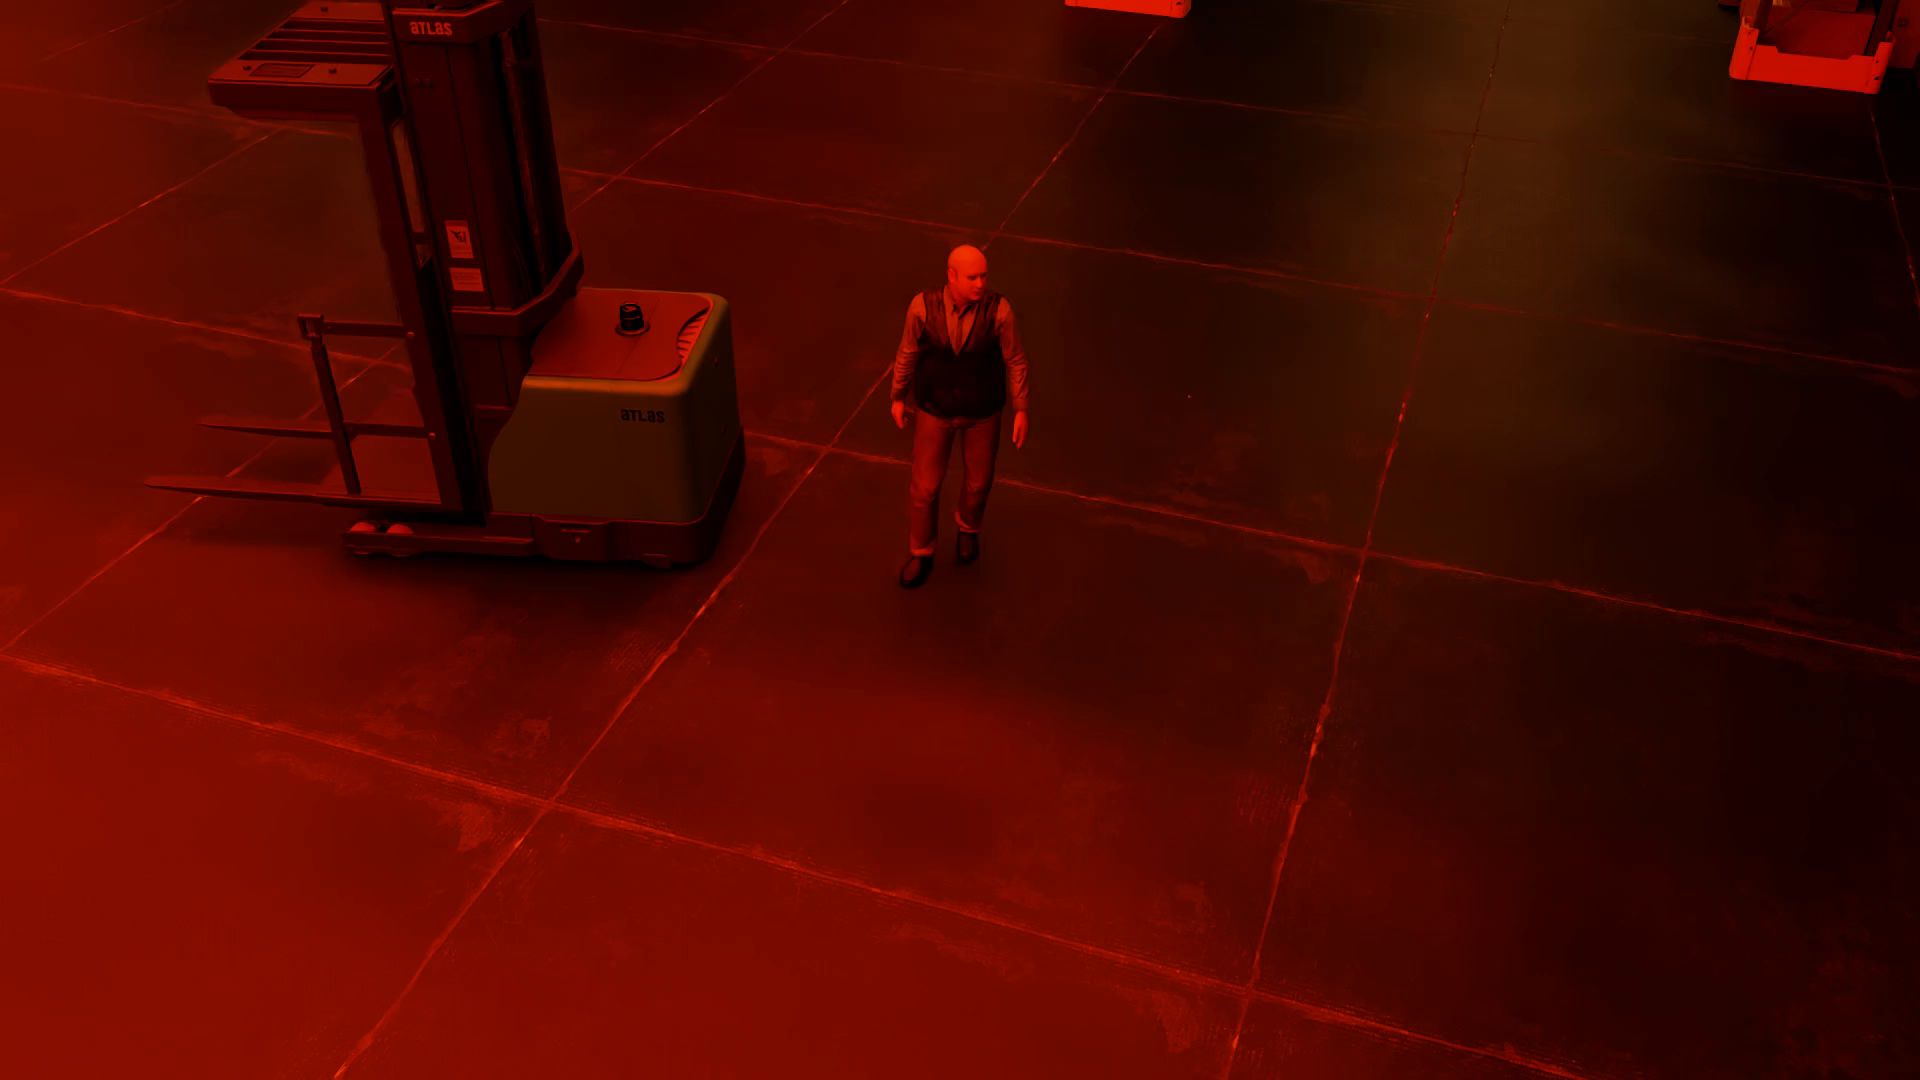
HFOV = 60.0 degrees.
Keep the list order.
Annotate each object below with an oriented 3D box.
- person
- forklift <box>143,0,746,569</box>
[{"bbox_3d":[0.001,-0.593,8.020,0.670,1.710,0.559,-1,35,-1],"label":"person"},{"bbox_3d":[-2.726,-1.407,8.096,3.031,2.935,1.130,4,35,5],"label":"forklift"}]
